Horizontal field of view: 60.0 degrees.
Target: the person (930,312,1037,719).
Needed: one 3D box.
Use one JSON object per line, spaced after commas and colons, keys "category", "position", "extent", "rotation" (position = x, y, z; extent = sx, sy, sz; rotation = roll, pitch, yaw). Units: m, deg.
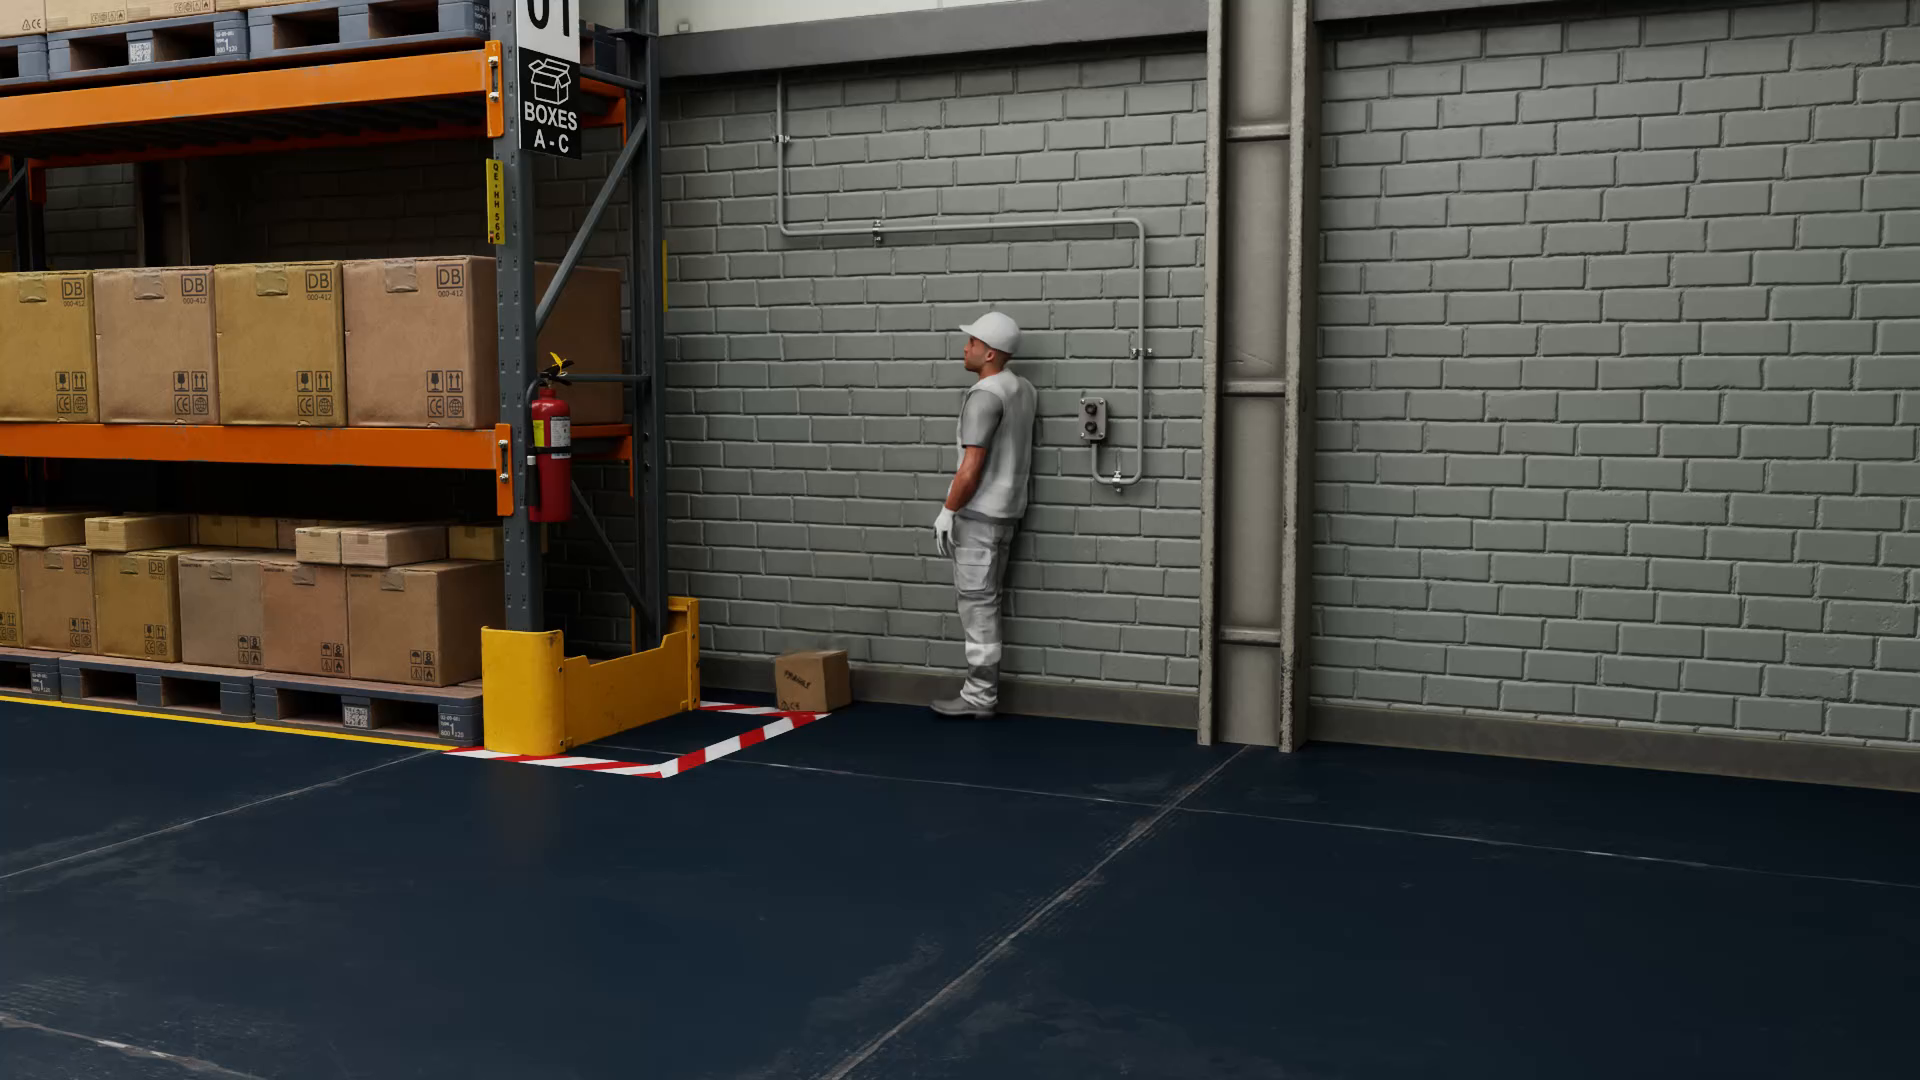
{"category": "person", "position": [0.039, -0.106, 7.366], "extent": [0.566, 1.788, 0.620], "rotation": [2, 6, 24]}
